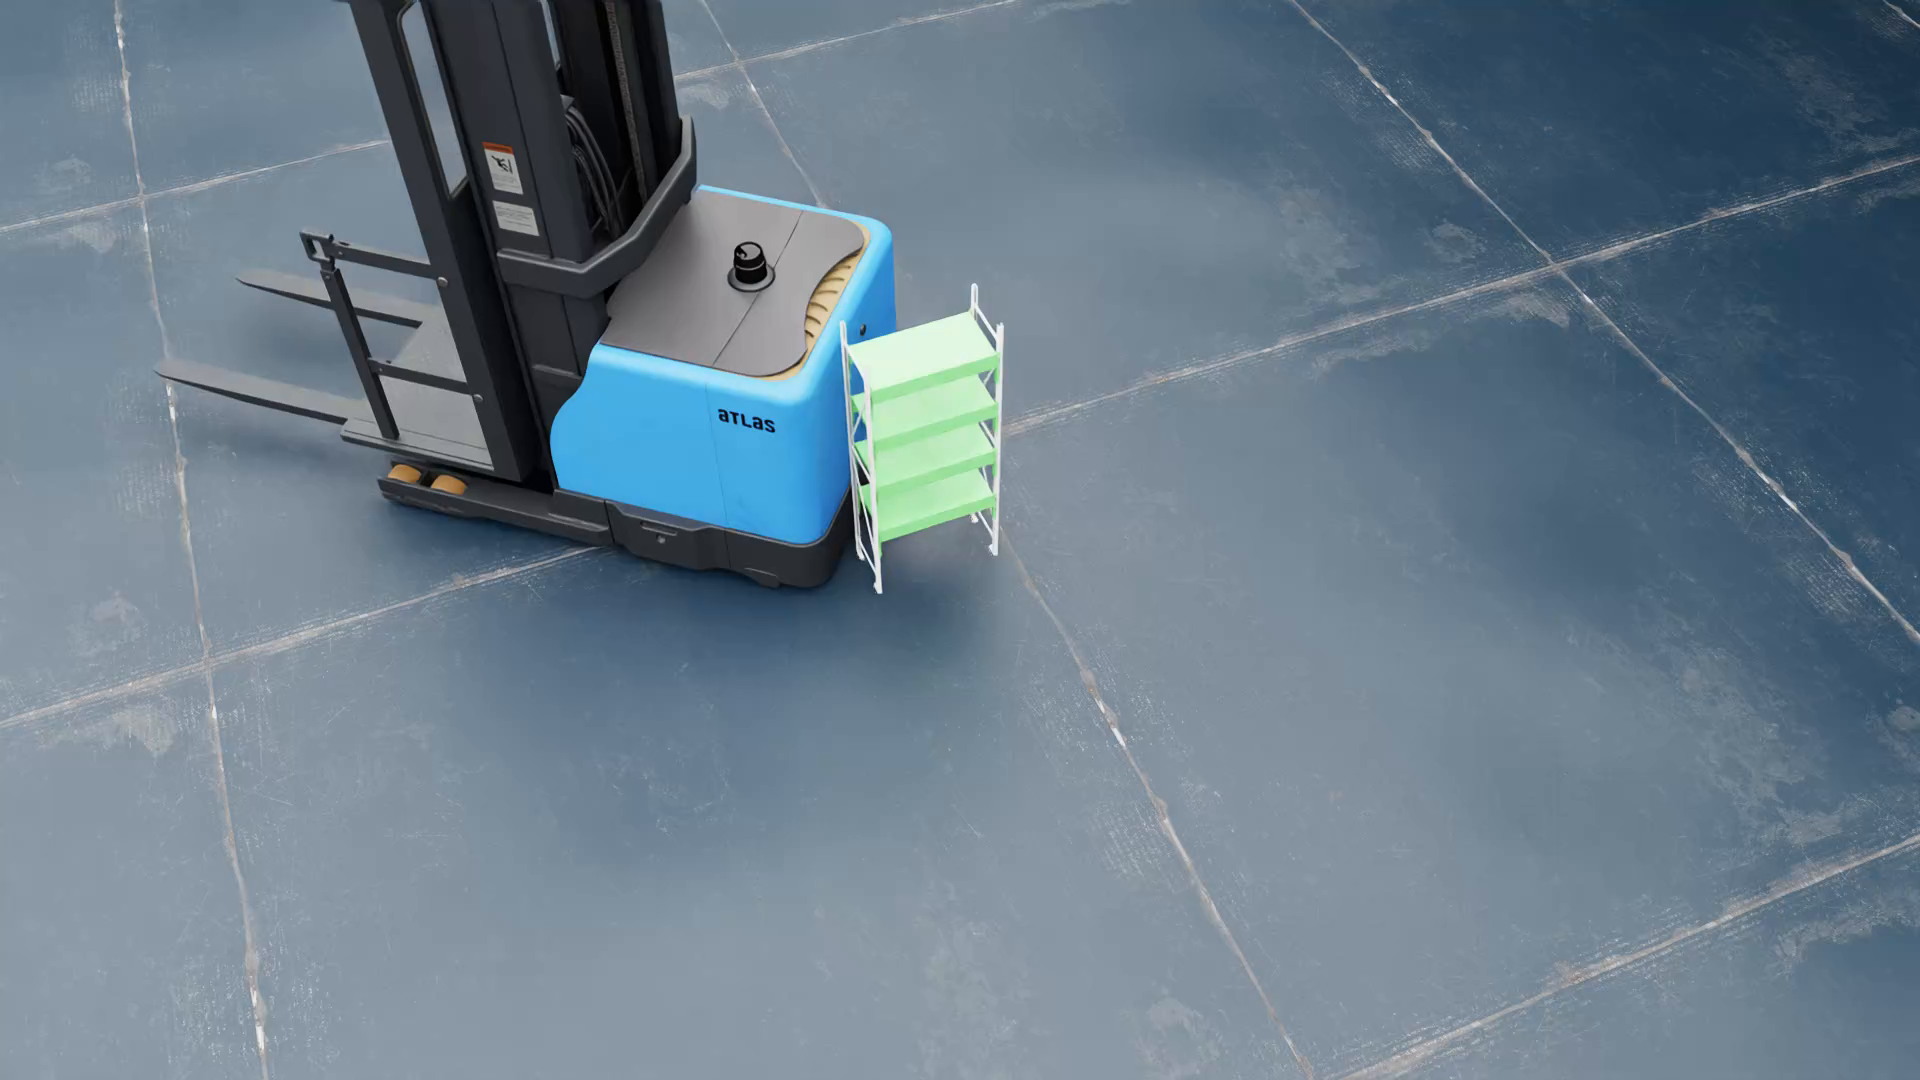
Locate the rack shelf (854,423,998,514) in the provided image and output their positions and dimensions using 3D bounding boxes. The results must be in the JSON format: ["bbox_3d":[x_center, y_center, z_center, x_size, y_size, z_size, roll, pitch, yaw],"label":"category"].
[{"bbox_3d":[-0.131,-0.299,6.141,0.480,0.148,0.258,-18,52,-15],"label":"rack shelf"}]

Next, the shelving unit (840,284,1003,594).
[{"bbox_3d":[-0.131,-0.340,6.092,0.503,1.200,0.258,-18,52,-15],"label":"shelving unit"}]

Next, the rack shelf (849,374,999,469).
[{"bbox_3d":[-0.131,-0.455,5.959,0.480,0.148,0.258,-18,52,-15],"label":"rack shelf"}]

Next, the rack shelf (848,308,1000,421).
[{"bbox_3d":[-0.131,-0.611,5.777,0.480,0.148,0.258,-18,52,-15],"label":"rack shelf"}]

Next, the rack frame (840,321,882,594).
[{"bbox_3d":[-0.355,-0.267,6.029,0.015,1.200,0.240,-18,52,-15],"label":"rack frame"}]

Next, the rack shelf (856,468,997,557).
[{"bbox_3d":[-0.131,-0.142,6.323,0.480,0.148,0.258,-18,52,-15],"label":"rack shelf"}]

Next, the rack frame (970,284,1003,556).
[{"bbox_3d":[0.094,-0.413,6.155,0.015,1.200,0.240,-18,52,-15],"label":"rack frame"}]

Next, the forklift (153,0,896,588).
[{"bbox_3d":[-1.812,-1.423,5.881,3.031,2.935,1.130,13,51,11],"label":"forklift"}]
